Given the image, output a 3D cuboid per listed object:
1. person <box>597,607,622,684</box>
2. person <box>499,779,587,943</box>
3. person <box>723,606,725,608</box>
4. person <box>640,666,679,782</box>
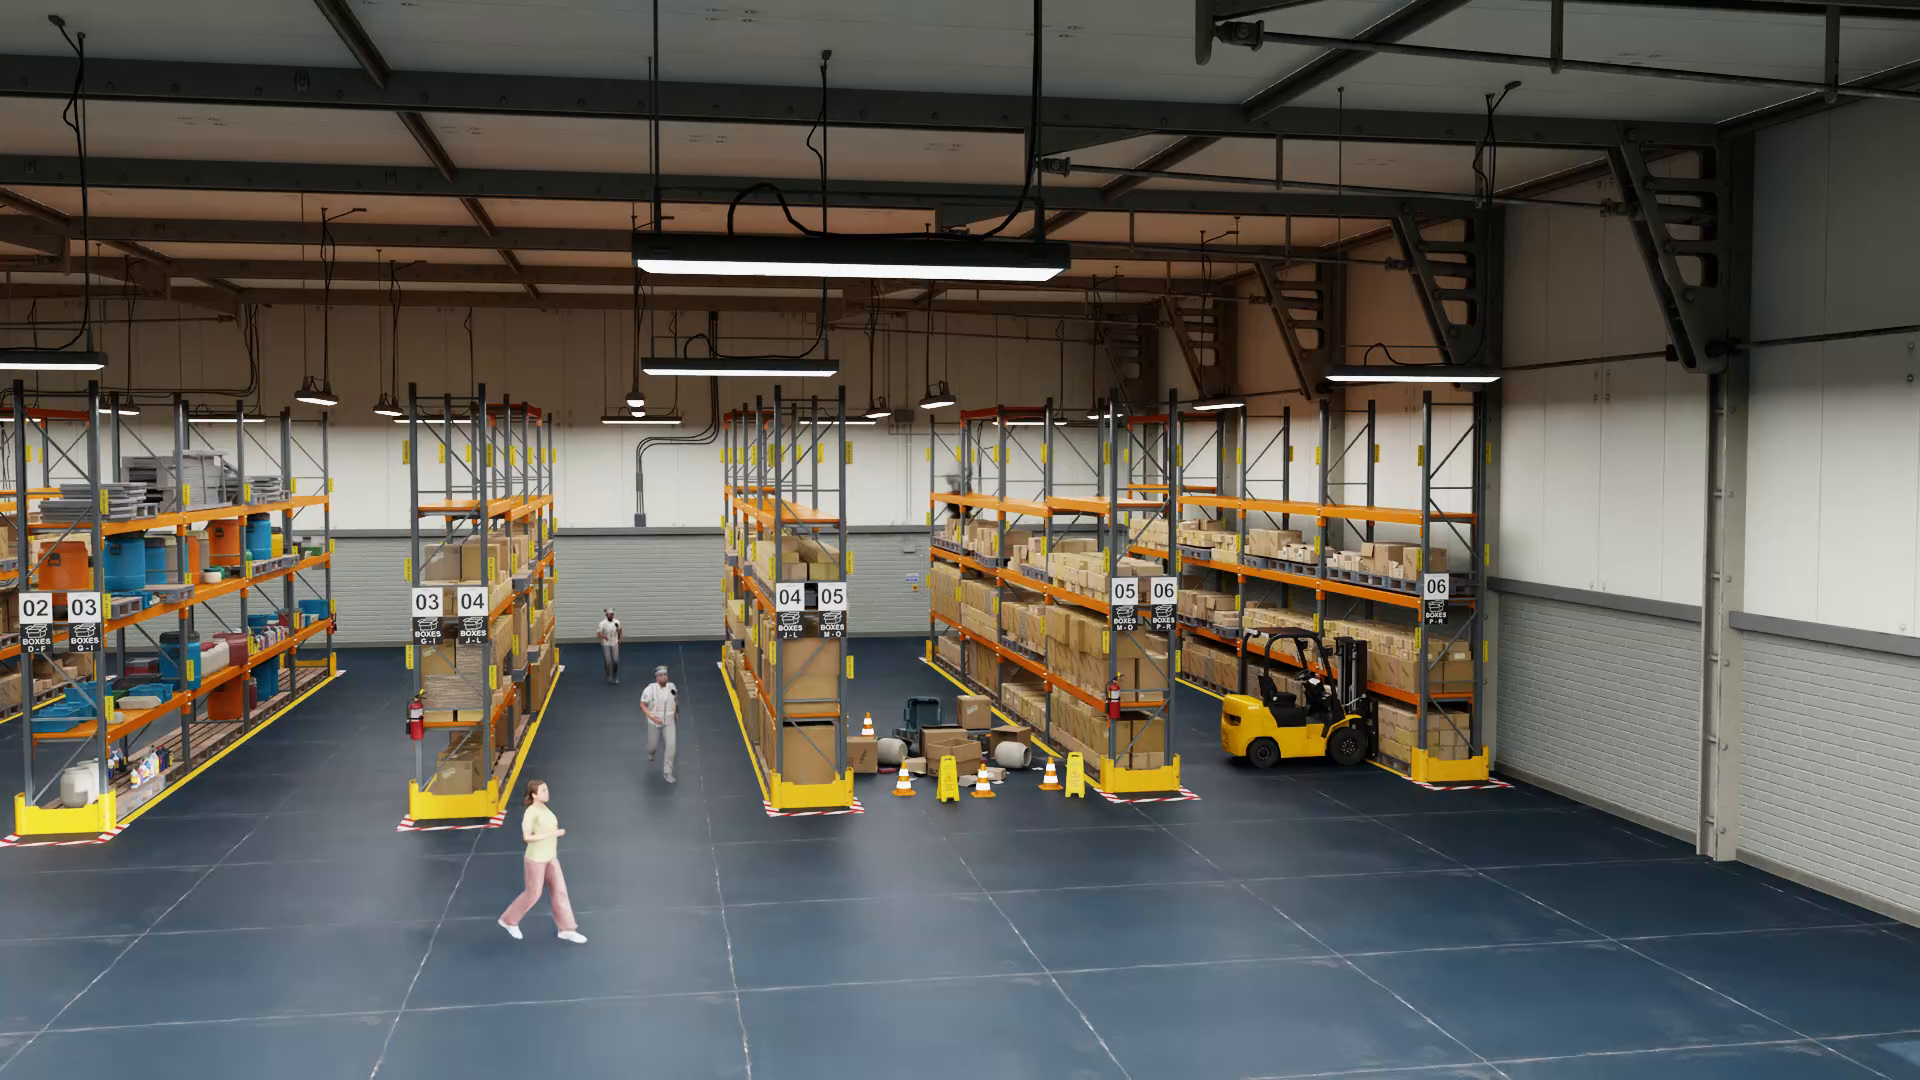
[{"bbox_3d":[-7.669,2.323,36.456,0.572,1.706,0.686,-1,3,-18],"label":"person"},{"bbox_3d":[-4.269,3.265,16.957,0.941,1.662,0.574,1,3,15],"label":"person"},{"bbox_3d":[-5.421,1.842,40.640,0.692,1.687,0.626,-1,3,-20],"label":"person"},{"bbox_3d":[-4.665,2.838,25.911,0.642,1.783,1.029,-1,3,-23],"label":"person"}]
